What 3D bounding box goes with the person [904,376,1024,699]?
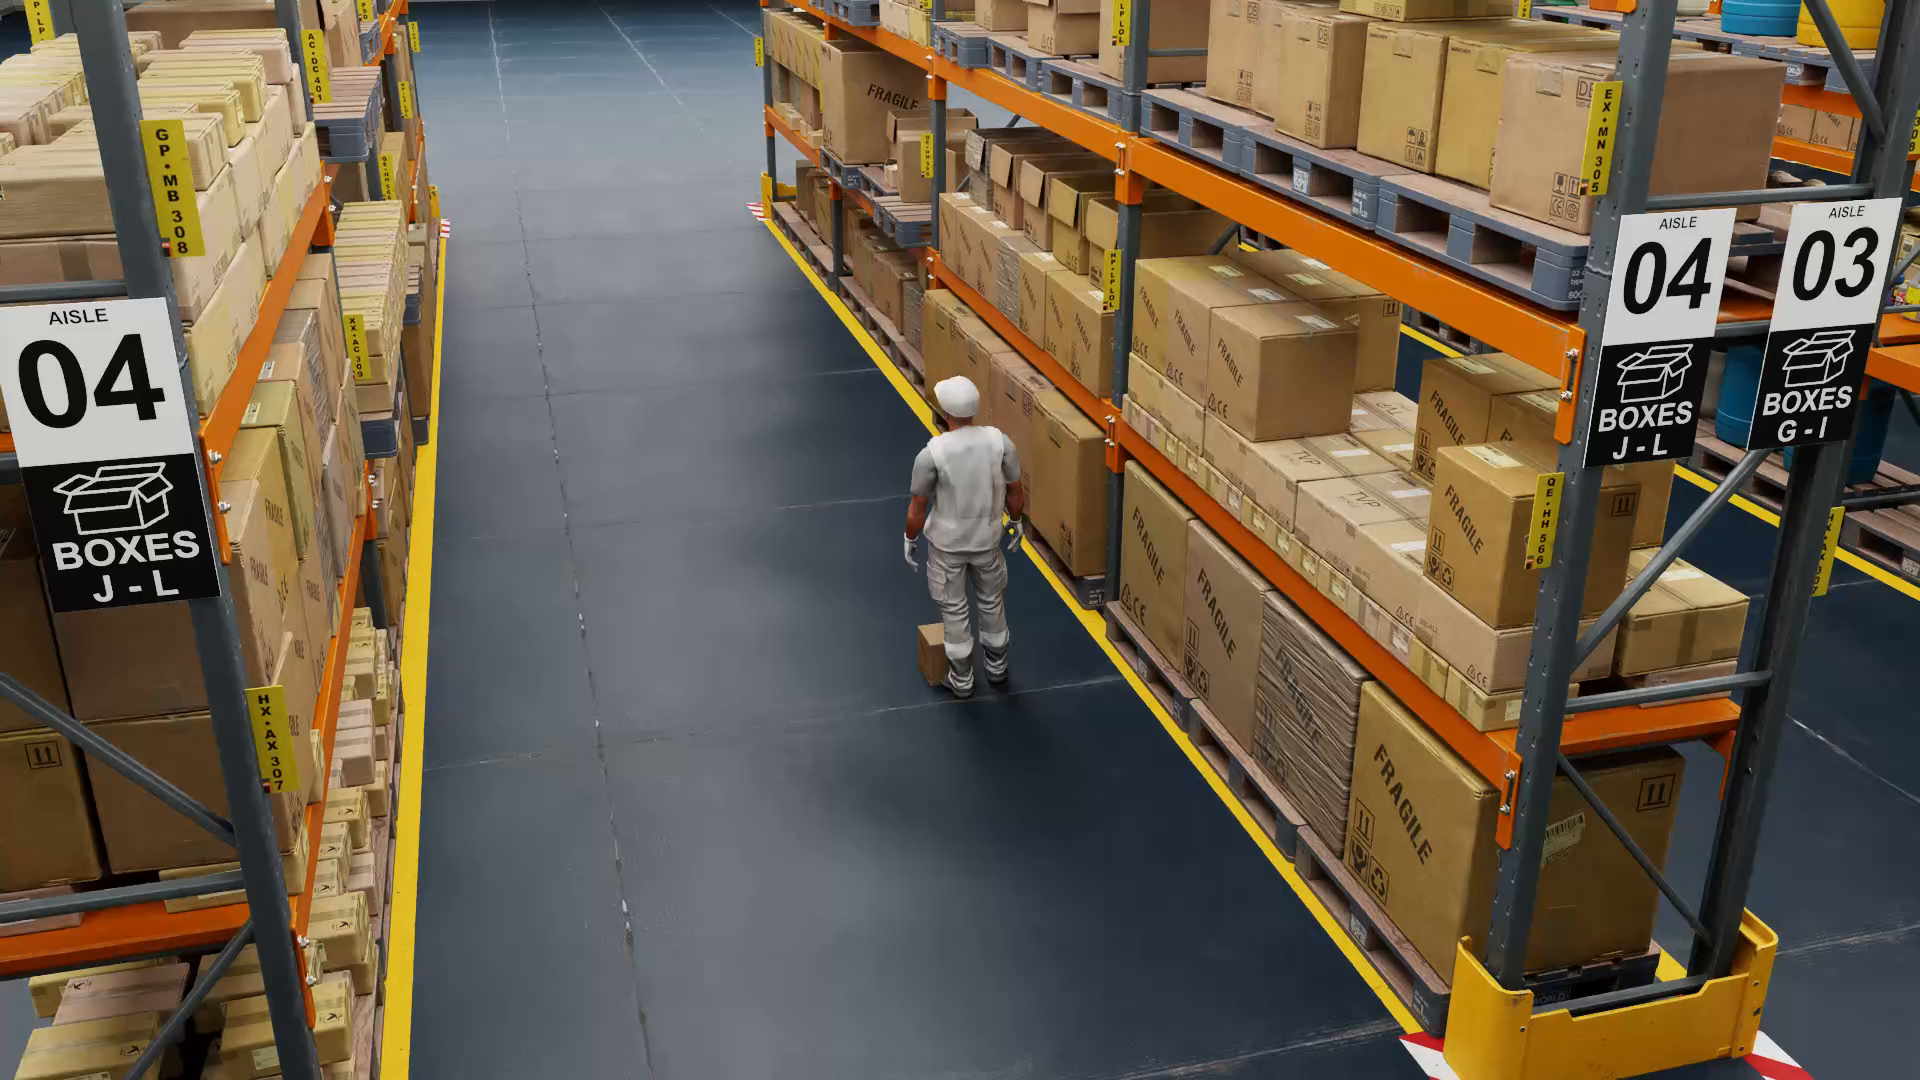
[{"bbox_3d":[0.008,-0.031,8.614,0.638,1.787,0.564,-6,23,-14],"label":"person"}]
